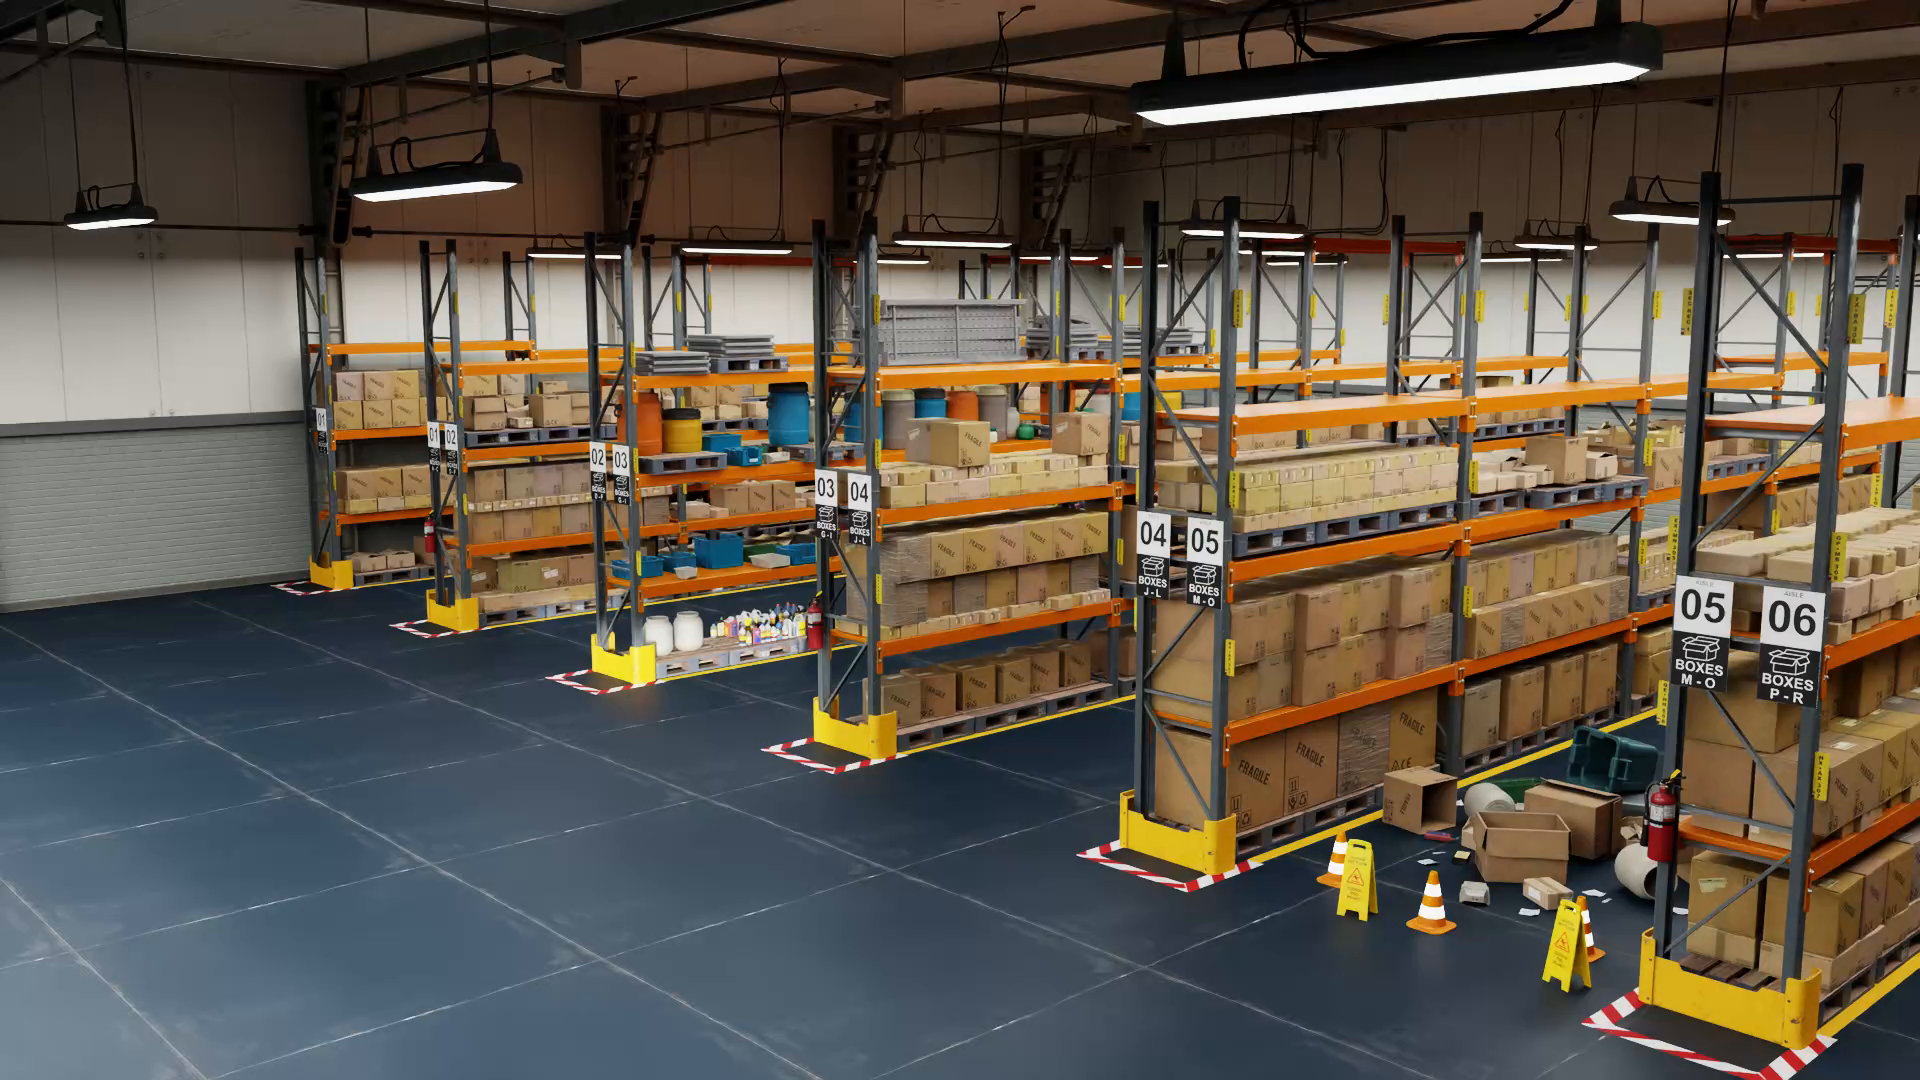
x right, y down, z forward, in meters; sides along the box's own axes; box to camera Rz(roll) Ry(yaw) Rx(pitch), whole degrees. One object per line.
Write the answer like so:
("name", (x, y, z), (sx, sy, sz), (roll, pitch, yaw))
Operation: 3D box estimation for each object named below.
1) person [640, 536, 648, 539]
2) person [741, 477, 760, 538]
("person", (-6.097, -0.302, 31.252), (0.669, 1.776, 0.511), (-1, 8, -8))
("person", (-4.278, -0.633, 33.855), (0.465, 1.685, 0.496), (7, 11, 39))
